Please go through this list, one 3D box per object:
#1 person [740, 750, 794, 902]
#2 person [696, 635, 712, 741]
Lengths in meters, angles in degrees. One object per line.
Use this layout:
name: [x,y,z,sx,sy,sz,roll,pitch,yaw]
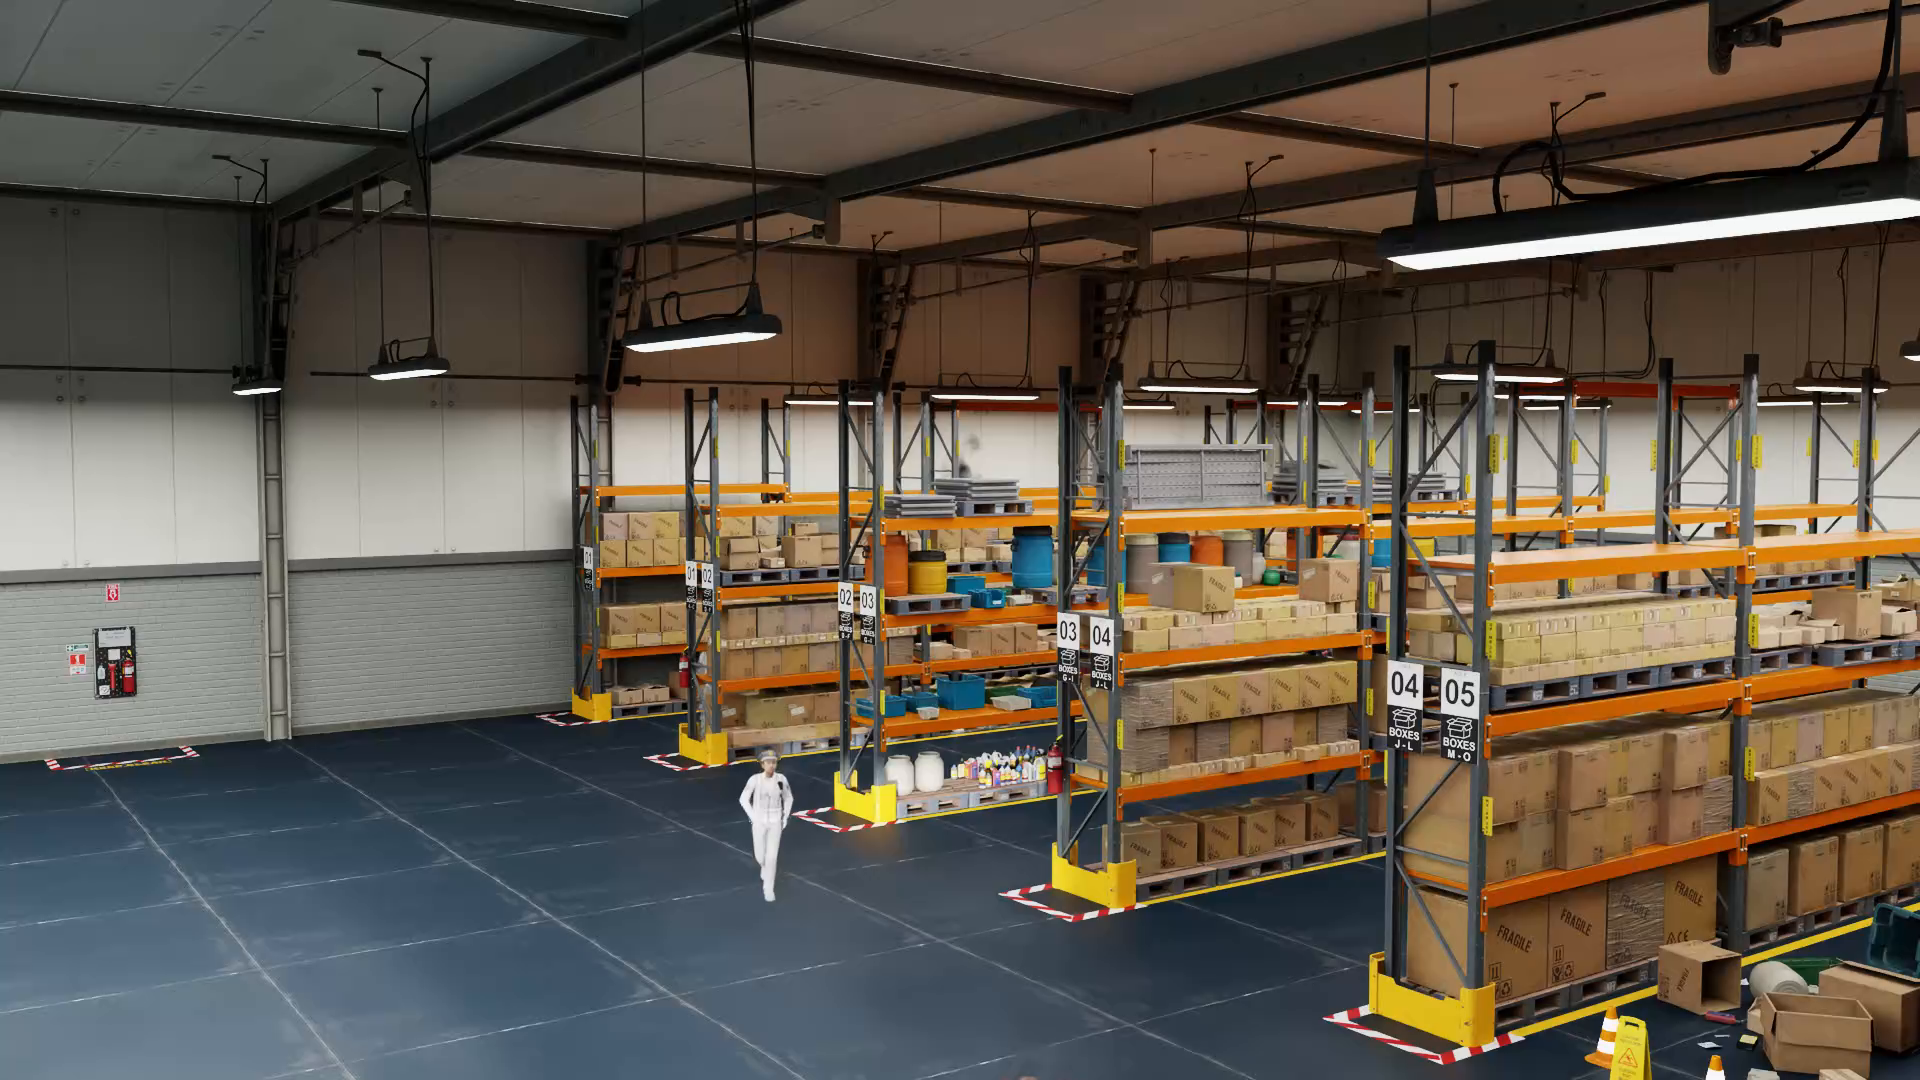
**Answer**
person: [-2.183,3.208,18.868,0.615,1.678,0.585,-1,3,-11]
person: [-4.297,2.531,28.608,0.903,1.814,0.672,-3,4,-38]
